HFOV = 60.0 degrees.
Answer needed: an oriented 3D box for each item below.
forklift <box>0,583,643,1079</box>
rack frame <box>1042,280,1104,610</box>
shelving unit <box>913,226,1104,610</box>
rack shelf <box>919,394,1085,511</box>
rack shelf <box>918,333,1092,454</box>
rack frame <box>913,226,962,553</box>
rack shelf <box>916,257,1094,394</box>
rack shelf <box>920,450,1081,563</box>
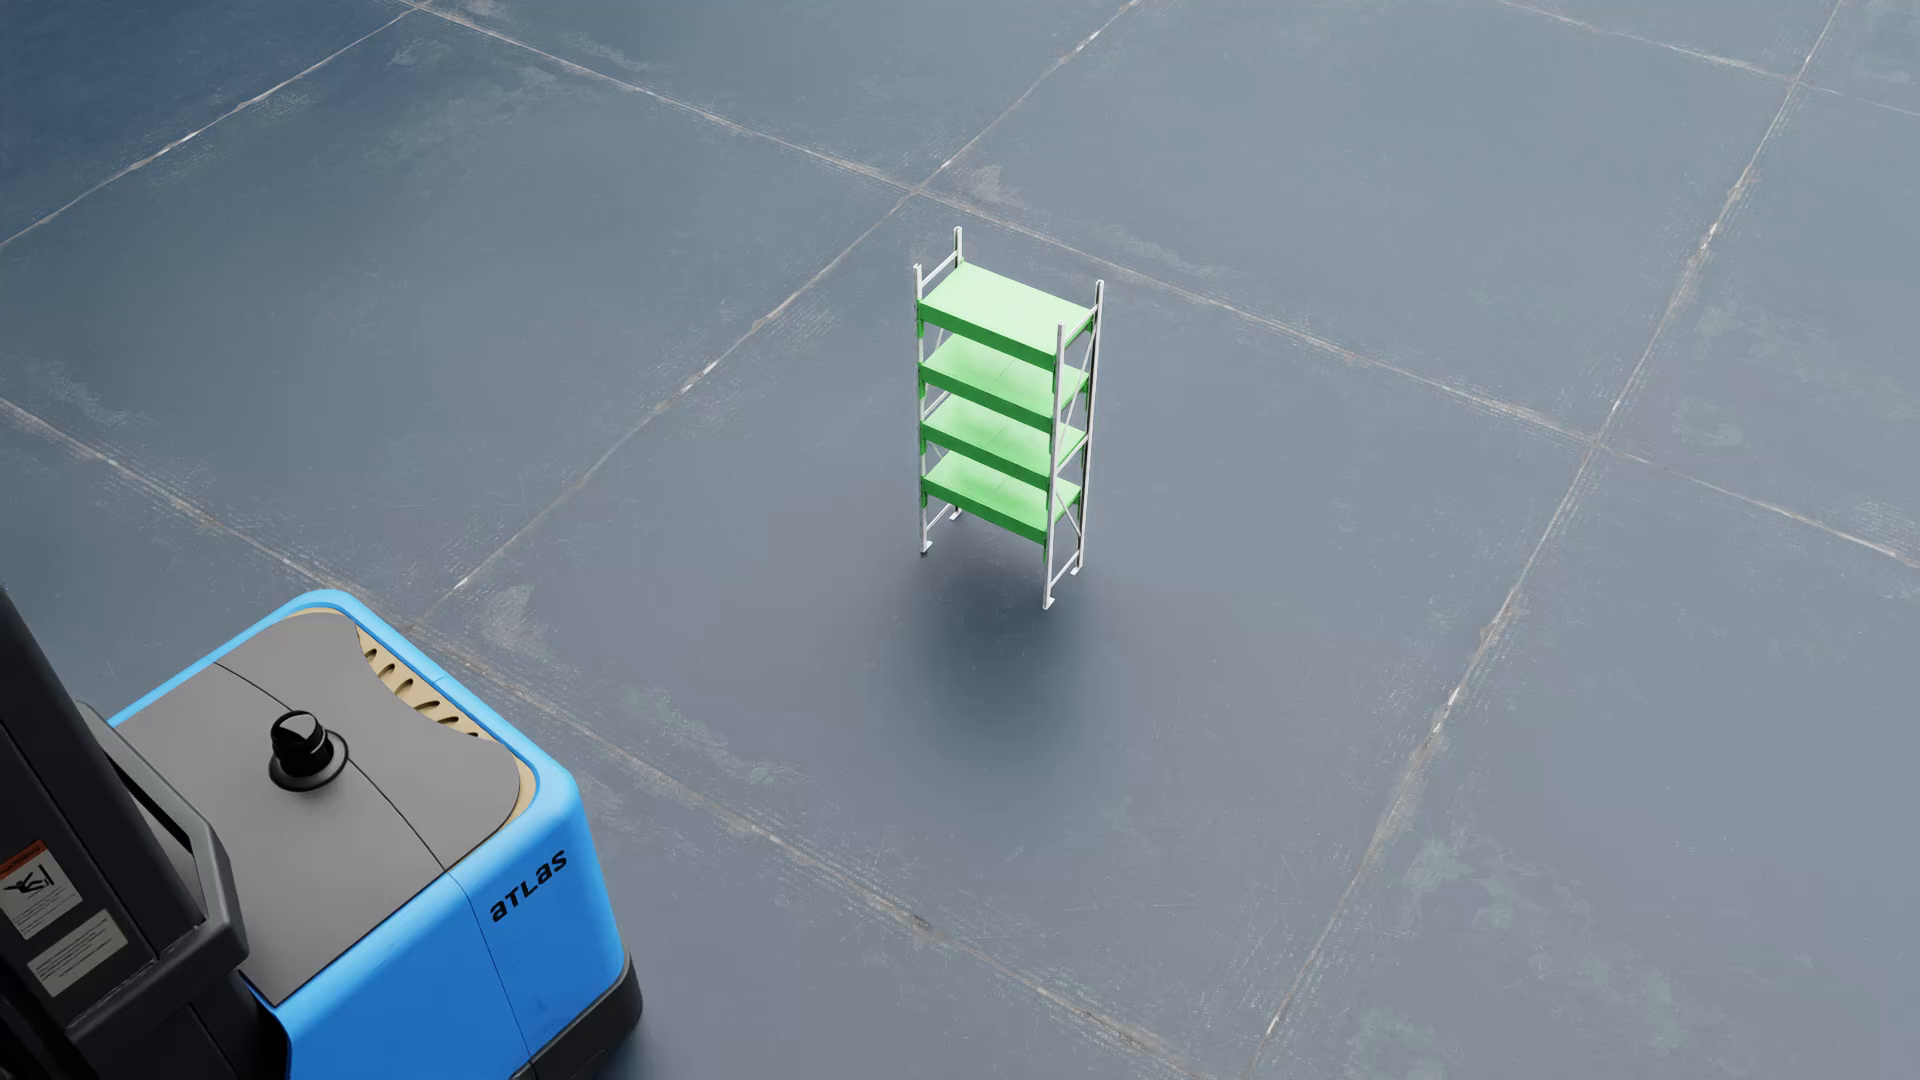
[{"bbox_3d":[-2.187,0.851,2.880,1.130,2.935,3.031,32,54,27],"label":"forklift"},{"bbox_3d":[0.345,-0.260,5.166,0.015,1.200,0.240,25,51,22],"label":"rack frame"},{"bbox_3d":[0.139,-0.354,5.257,0.503,1.200,0.258,25,51,22],"label":"shelving unit"},{"bbox_3d":[0.139,-0.310,5.303,0.480,0.148,0.258,25,51,22],"label":"rack shelf"},{"bbox_3d":[0.139,-0.477,5.131,0.480,0.148,0.258,25,51,22],"label":"rack shelf"},{"bbox_3d":[-0.066,-0.449,5.349,0.015,1.200,0.240,25,51,22],"label":"rack frame"},{"bbox_3d":[0.139,-0.644,4.959,0.480,0.148,0.258,25,51,22],"label":"rack shelf"},{"bbox_3d":[0.139,-0.142,5.475,0.480,0.148,0.258,25,51,22],"label":"rack shelf"}]
